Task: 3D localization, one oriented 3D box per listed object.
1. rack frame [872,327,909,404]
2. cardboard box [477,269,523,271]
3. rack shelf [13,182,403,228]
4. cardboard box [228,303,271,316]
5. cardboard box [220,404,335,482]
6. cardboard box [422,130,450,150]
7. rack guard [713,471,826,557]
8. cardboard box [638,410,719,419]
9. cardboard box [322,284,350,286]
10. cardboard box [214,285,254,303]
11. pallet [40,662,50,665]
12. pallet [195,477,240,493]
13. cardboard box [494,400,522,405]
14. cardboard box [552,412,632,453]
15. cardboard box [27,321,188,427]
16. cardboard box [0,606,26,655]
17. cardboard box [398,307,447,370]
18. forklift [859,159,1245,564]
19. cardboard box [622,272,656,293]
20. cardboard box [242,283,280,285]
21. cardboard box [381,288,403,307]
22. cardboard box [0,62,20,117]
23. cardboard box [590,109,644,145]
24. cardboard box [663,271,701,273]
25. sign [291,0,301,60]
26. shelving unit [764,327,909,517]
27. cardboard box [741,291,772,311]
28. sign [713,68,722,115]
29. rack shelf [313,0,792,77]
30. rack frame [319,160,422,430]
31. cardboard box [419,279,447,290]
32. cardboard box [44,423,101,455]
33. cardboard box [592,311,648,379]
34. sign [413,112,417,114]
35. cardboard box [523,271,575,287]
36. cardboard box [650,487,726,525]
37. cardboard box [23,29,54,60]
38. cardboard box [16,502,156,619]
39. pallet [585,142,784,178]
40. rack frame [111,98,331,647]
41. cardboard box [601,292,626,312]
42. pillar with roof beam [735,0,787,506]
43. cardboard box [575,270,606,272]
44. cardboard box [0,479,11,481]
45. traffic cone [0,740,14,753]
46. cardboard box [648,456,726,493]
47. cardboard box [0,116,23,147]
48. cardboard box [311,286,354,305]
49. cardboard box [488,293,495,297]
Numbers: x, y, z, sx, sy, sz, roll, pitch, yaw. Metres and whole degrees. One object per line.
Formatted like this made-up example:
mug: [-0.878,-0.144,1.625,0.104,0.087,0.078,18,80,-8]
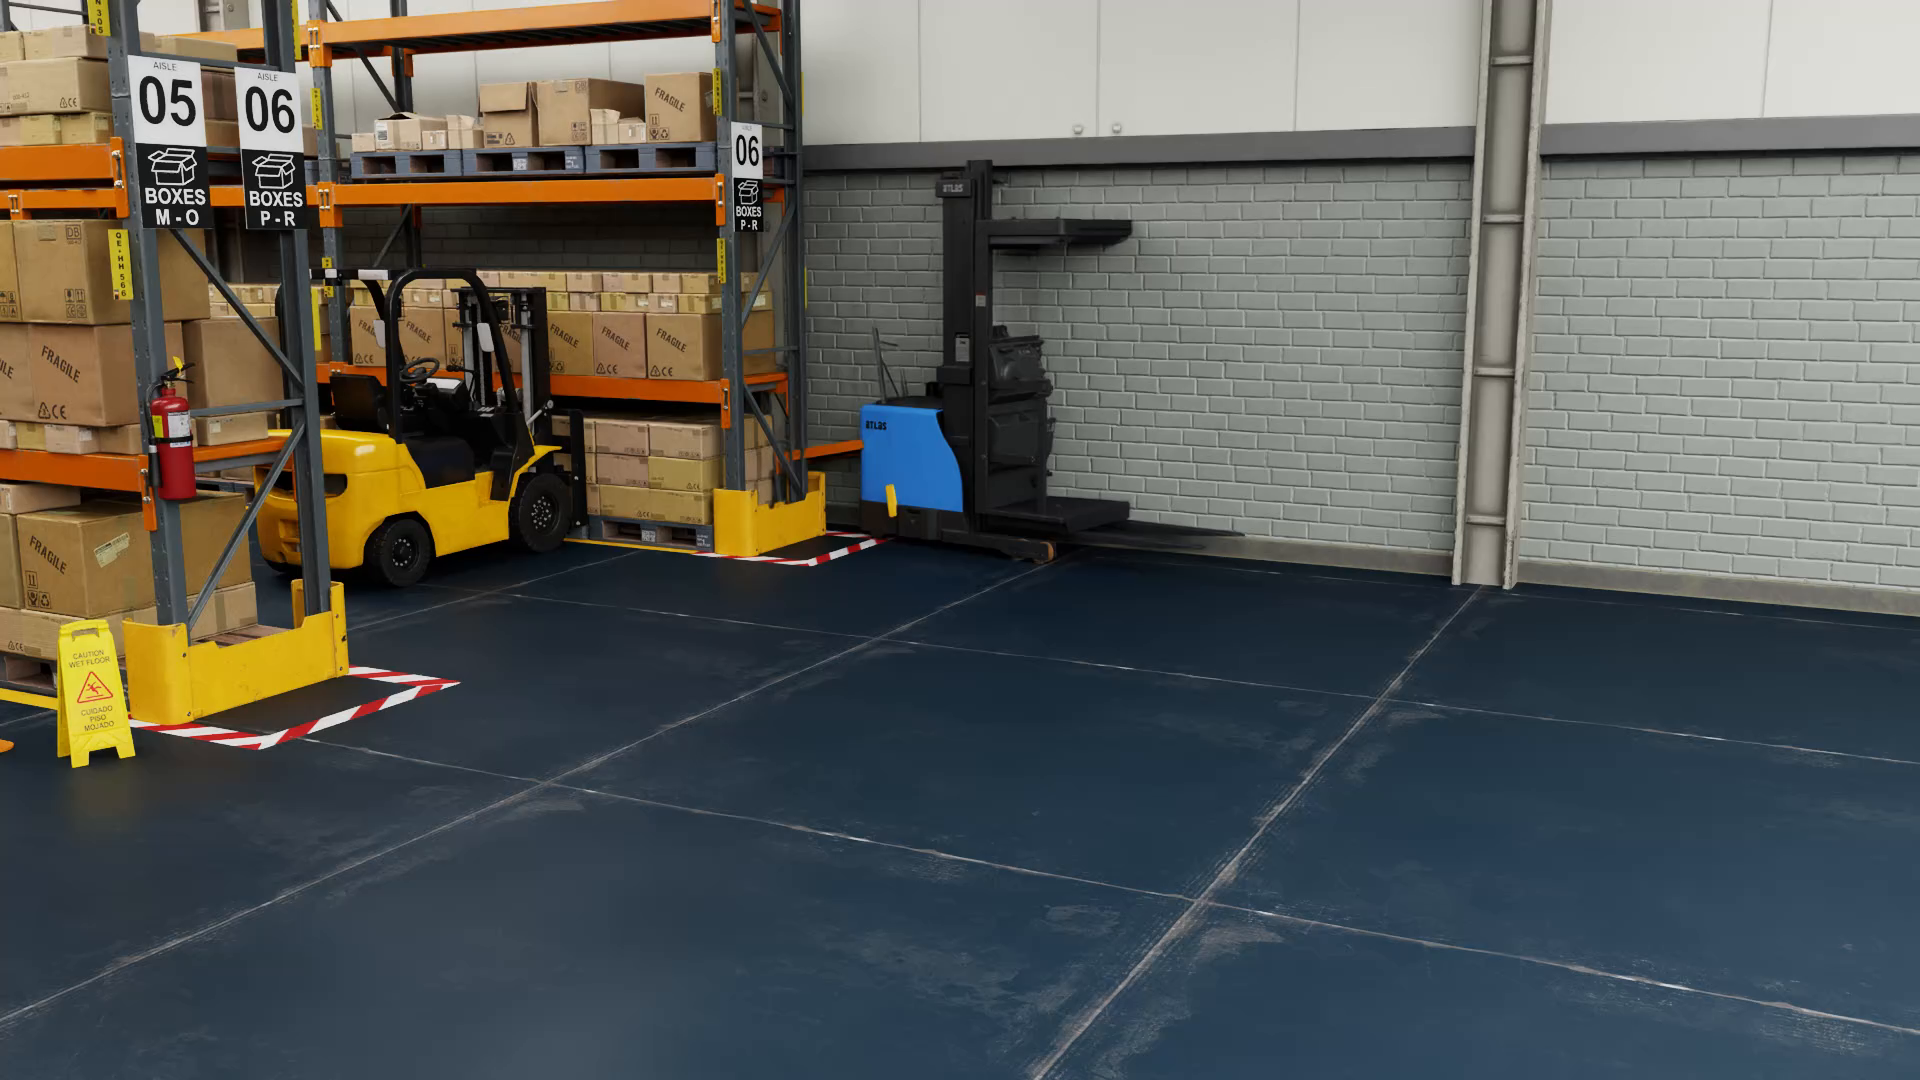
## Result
rack frame: [-0.492,-0.933,13.300,0.032,1.500,0.500,-8,-2,22]
cardboard box: [-3.965,-2.251,14.308,0.250,0.149,0.380,5,11,25]
rack shelf: [-6.881,-3.048,15.244,4.000,0.370,1.077,5,11,26]
cardboard box: [-6.105,-1.977,14.751,0.500,0.250,0.500,5,11,24]
cardboard box: [-6.253,-0.908,15.312,0.625,0.625,0.875,5,11,25]
cardboard box: [-4.130,-3.232,13.487,0.250,0.149,0.380,5,12,28]
rack guard: [-1.479,-0.221,13.047,0.348,0.500,1.175,5,11,26]
cardboard box: [-2.297,-0.905,13.544,0.500,0.250,0.500,5,11,26]
cardboard box: [-5.525,-2.228,15.015,0.250,0.149,0.380,5,11,24]
cardboard box: [-6.429,-2.203,14.879,0.250,0.149,0.380,5,11,24]
pallet: [-5.564,0.540,9.652,1.213,0.211,1.003,5,11,26]
pallet: [-6.863,-0.544,15.641,1.213,0.211,1.003,5,11,26]
cardboard box: [-4.099,-1.068,14.444,0.500,0.250,0.500,5,11,25]
cardboard box: [-2.969,-0.862,13.307,0.500,0.250,0.500,5,11,27]
cardboard box: [-4.302,-0.854,8.411,0.500,0.500,0.500,5,11,25]
cardboard box: [-4.998,0.424,9.008,0.500,0.250,0.500,5,11,26]
cardboard box: [-4.330,-1.702,13.932,0.500,0.500,0.500,5,12,27]
forklift: [0.679,-1.373,12.588,3.031,2.935,1.130,7,13,36]
cardboard box: [-2.396,-1.993,12.882,0.250,0.149,0.380,5,12,27]
cardboard box: [-6.428,-2.307,15.454,0.250,0.149,0.380,5,11,25]
cardboard box: [-4.685,-2.049,14.027,0.250,0.149,0.380,5,12,27]
cardboard box: [-4.716,-2.248,8.390,0.500,0.250,0.500,5,11,25]
cardboard box: [-2.605,-3.155,12.737,0.258,0.266,0.396,5,11,26]
cardboard box: [-2.170,-2.073,13.323,0.250,0.149,0.380,5,12,27]
sign: [-3.453,-2.653,8.587,0.005,0.325,0.100,5,11,26]
shelving unit: [-0.967,-0.866,13.493,1.083,1.500,0.587,-8,-2,22]
cardboard box: [-1.690,-1.889,13.145,0.250,0.149,0.380,5,11,24]
sign: [-1.753,-3.240,12.023,0.005,0.325,0.100,5,11,26]
rack shelf: [-3.294,-4.012,13.271,4.000,0.370,1.077,5,11,26]
rack frame: [-5.087,-1.768,14.576,0.127,3.000,1.000,5,11,26]
cardboard box: [-4.240,-2.149,13.743,0.250,0.149,0.380,5,12,27]
cardboard box: [-4.399,-0.534,8.462,0.250,0.149,0.380,5,11,25]
cardboard box: [-2.519,-1.541,13.043,0.500,0.500,0.500,5,12,28]
sign: [-4.843,-3.626,14.747,0.005,0.325,0.100,5,11,26]
cardboard box: [-3.293,-2.082,13.374,0.250,0.149,0.380,5,11,27]
cardboard box: [-2.061,-0.293,12.968,0.500,0.250,0.500,5,11,26]
cardboard box: [-4.341,-2.411,8.170,0.250,0.149,0.380,5,12,27]
cardboard box: [-4.527,0.096,8.712,0.500,0.500,0.500,5,11,26]
pallet: [-2.123,-2.945,12.906,1.213,0.211,1.003,5,11,26]
rack frame: [-3.693,-0.660,8.453,0.127,3.000,1.000,5,11,26]
cardboard box: [-2.600,-1.871,13.042,0.250,0.149,0.380,5,11,25]
pillar with roof beam: [-3.631,-3.916,9.600,0.400,9.000,9.100,5,11,26]
cardboard box: [-3.081,-2.155,13.775,0.250,0.149,0.380,5,11,26]
cardboard box: [-5.110,-0.262,8.867,0.250,0.149,0.380,5,12,27]
traffic cone: [-4.649,0.761,7.728,0.334,0.463,0.336,5,11,26]
cardboard box: [-2.075,-0.541,12.934,0.500,0.250,0.500,5,11,25]
cardboard box: [-4.598,-2.036,8.342,0.250,0.149,0.380,5,12,28]
cardboard box: [-5.492,-2.128,14.463,0.250,0.149,0.380,5,12,28]
cardboard box: [-3.783,-1.964,13.556,0.250,0.149,0.380,5,11,24]
